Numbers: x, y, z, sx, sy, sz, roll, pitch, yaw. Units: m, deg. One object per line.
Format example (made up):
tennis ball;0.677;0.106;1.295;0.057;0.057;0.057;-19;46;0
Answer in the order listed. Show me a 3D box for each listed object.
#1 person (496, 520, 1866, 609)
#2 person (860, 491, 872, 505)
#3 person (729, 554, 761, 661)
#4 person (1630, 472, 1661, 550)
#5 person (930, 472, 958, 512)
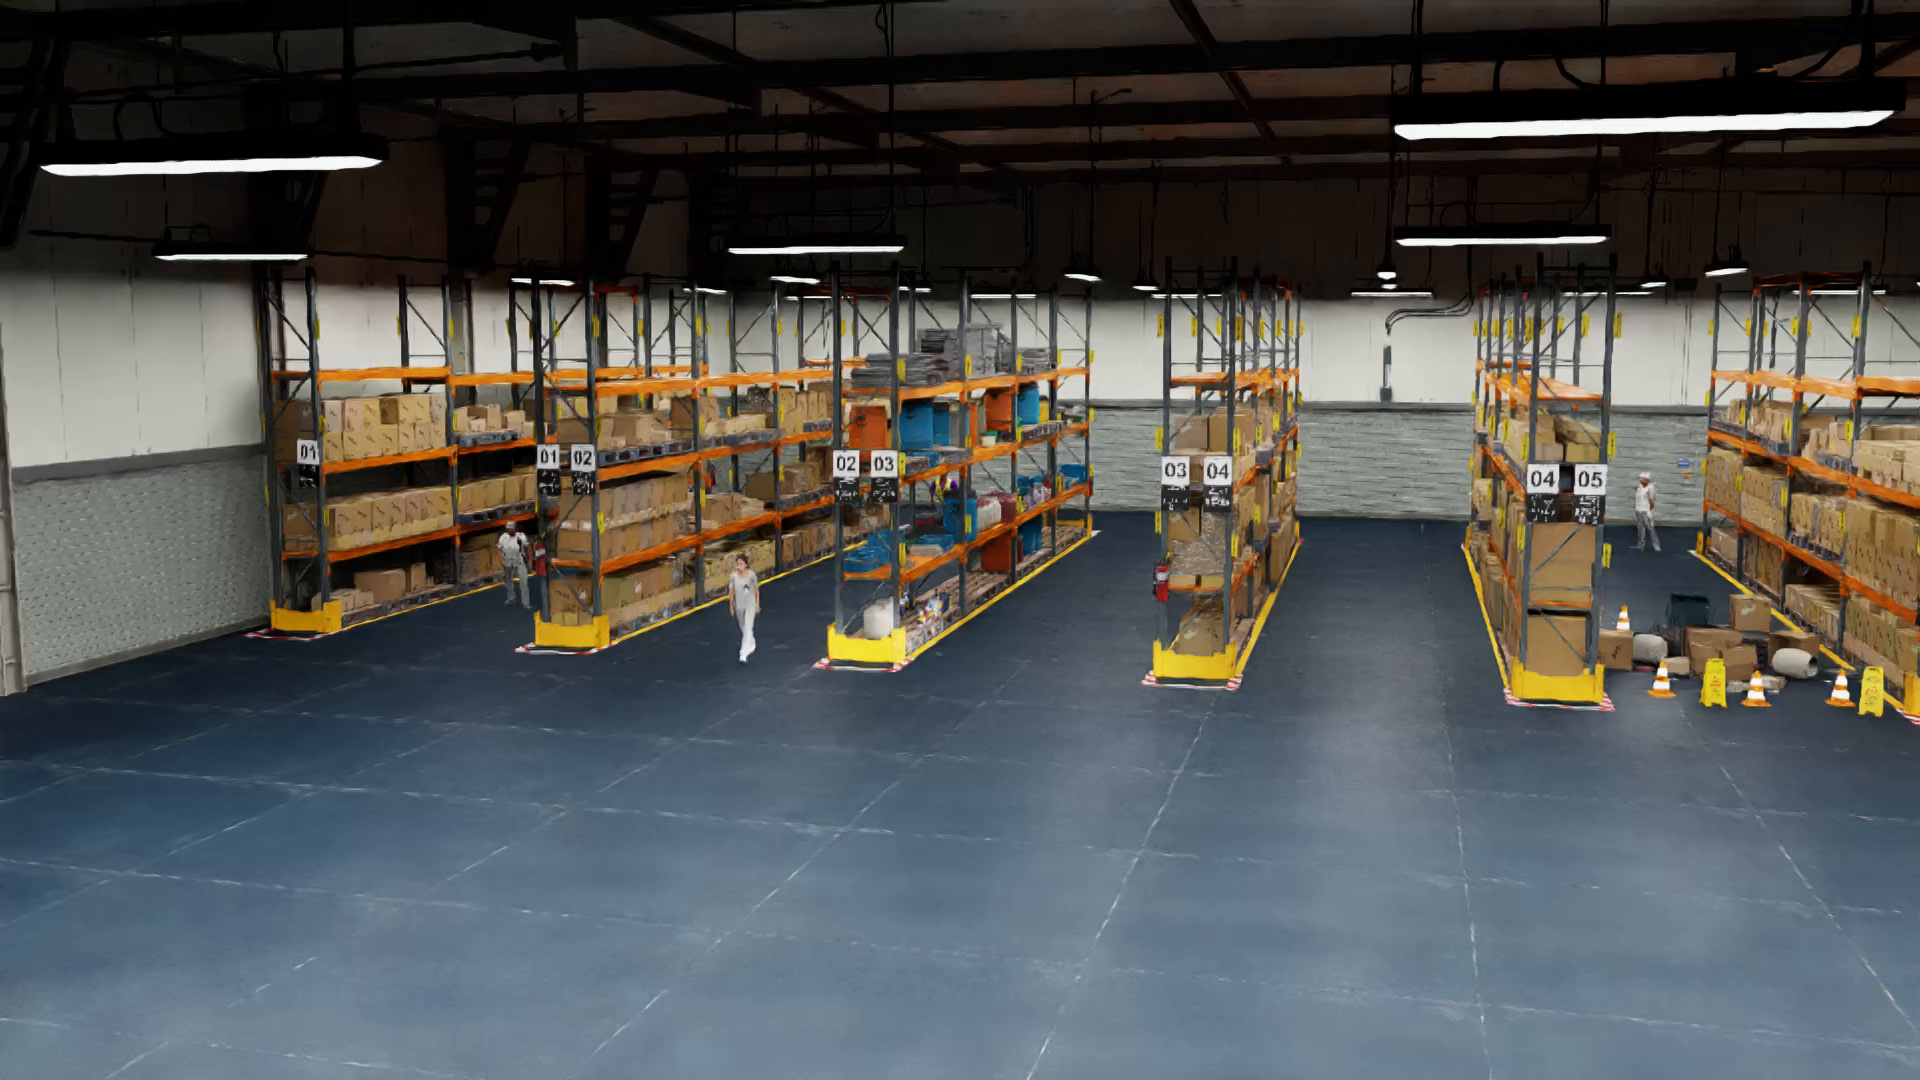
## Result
person;2.752;0.584;27.236;21.846;1.930;7.145;0;7;-3
person;-2.634;-1.516;45.040;0.641;1.640;0.460;-4;8;-29
person;-3.298;1.004;25.258;0.449;1.567;1.099;2;7;12
person;15.603;-0.655;37.713;0.481;1.784;0.745;-2;7;-13
person;-0.386;-0.889;39.829;0.719;1.714;0.578;2;7;12
